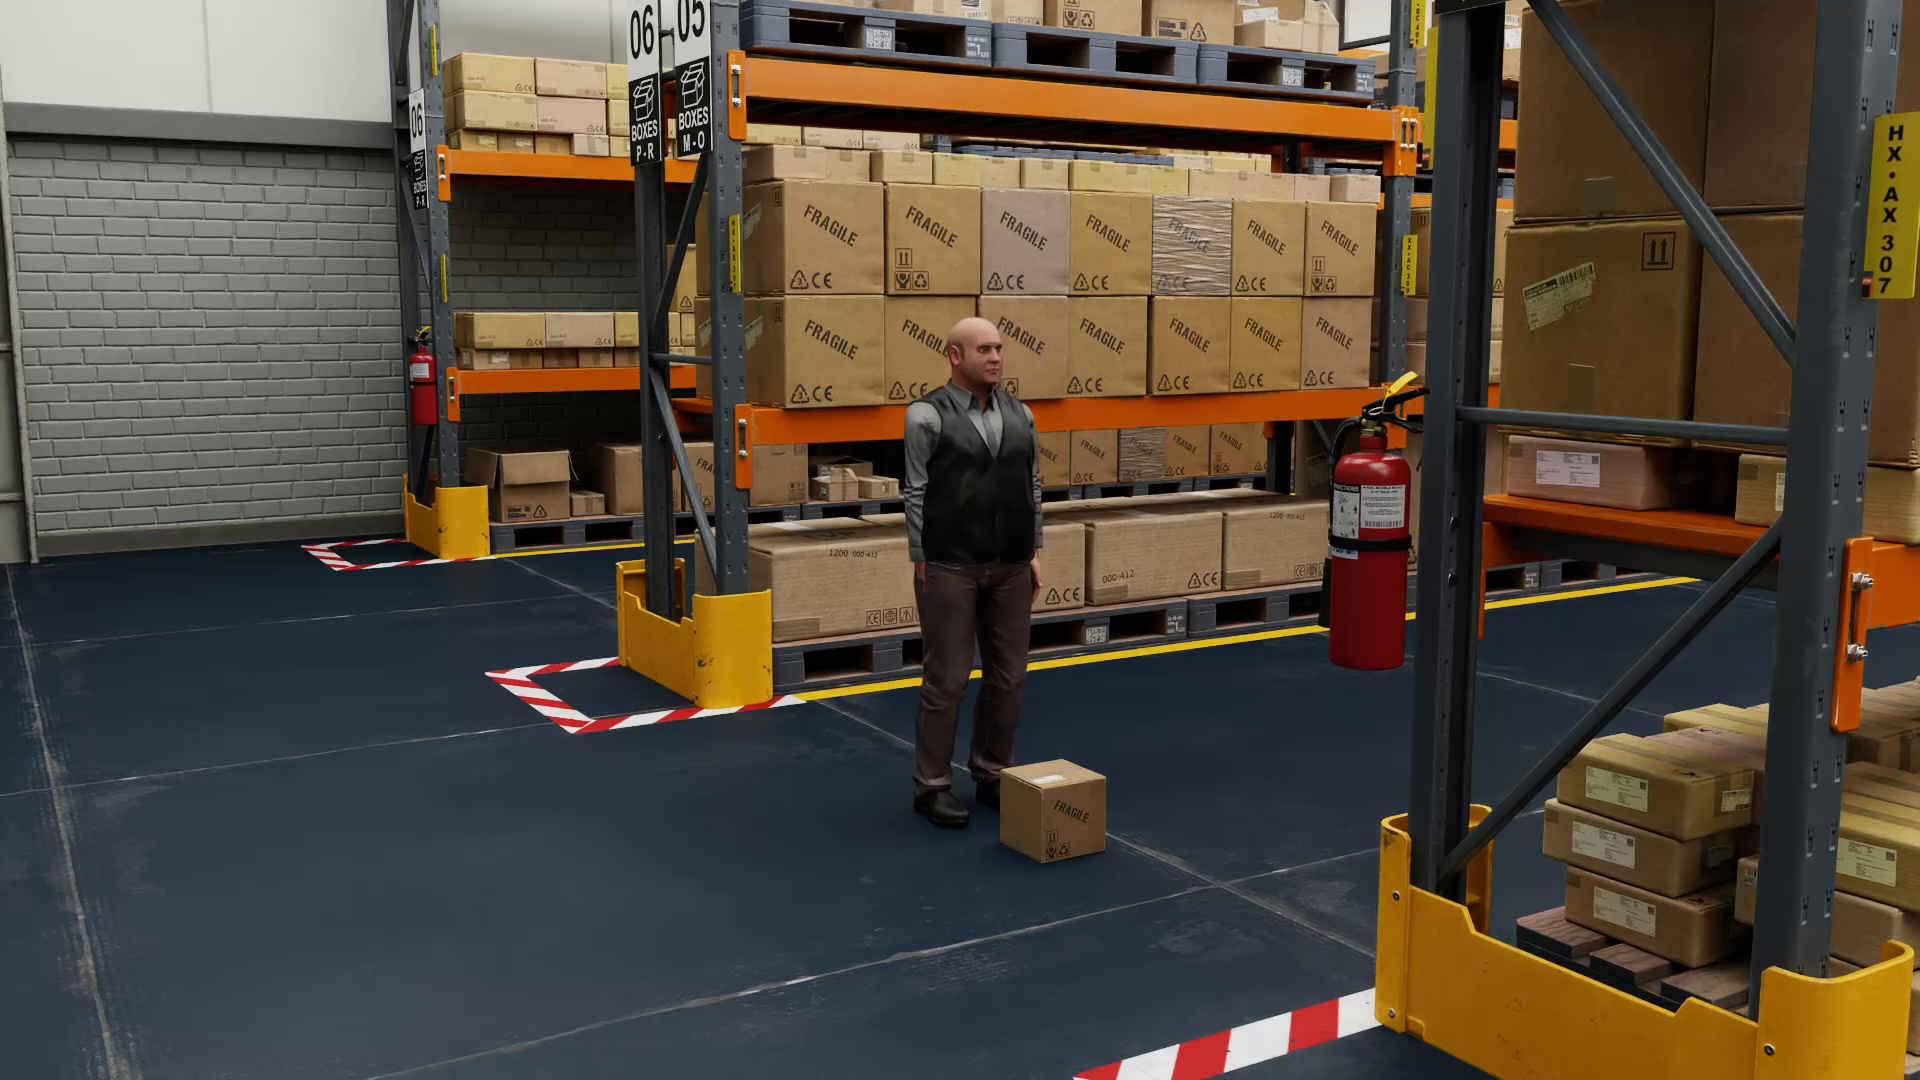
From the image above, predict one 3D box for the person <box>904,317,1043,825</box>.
[{"bbox_3d":[0.066,0.099,5.730,0.531,1.717,0.348,-5,9,-30],"label":"person"}]
